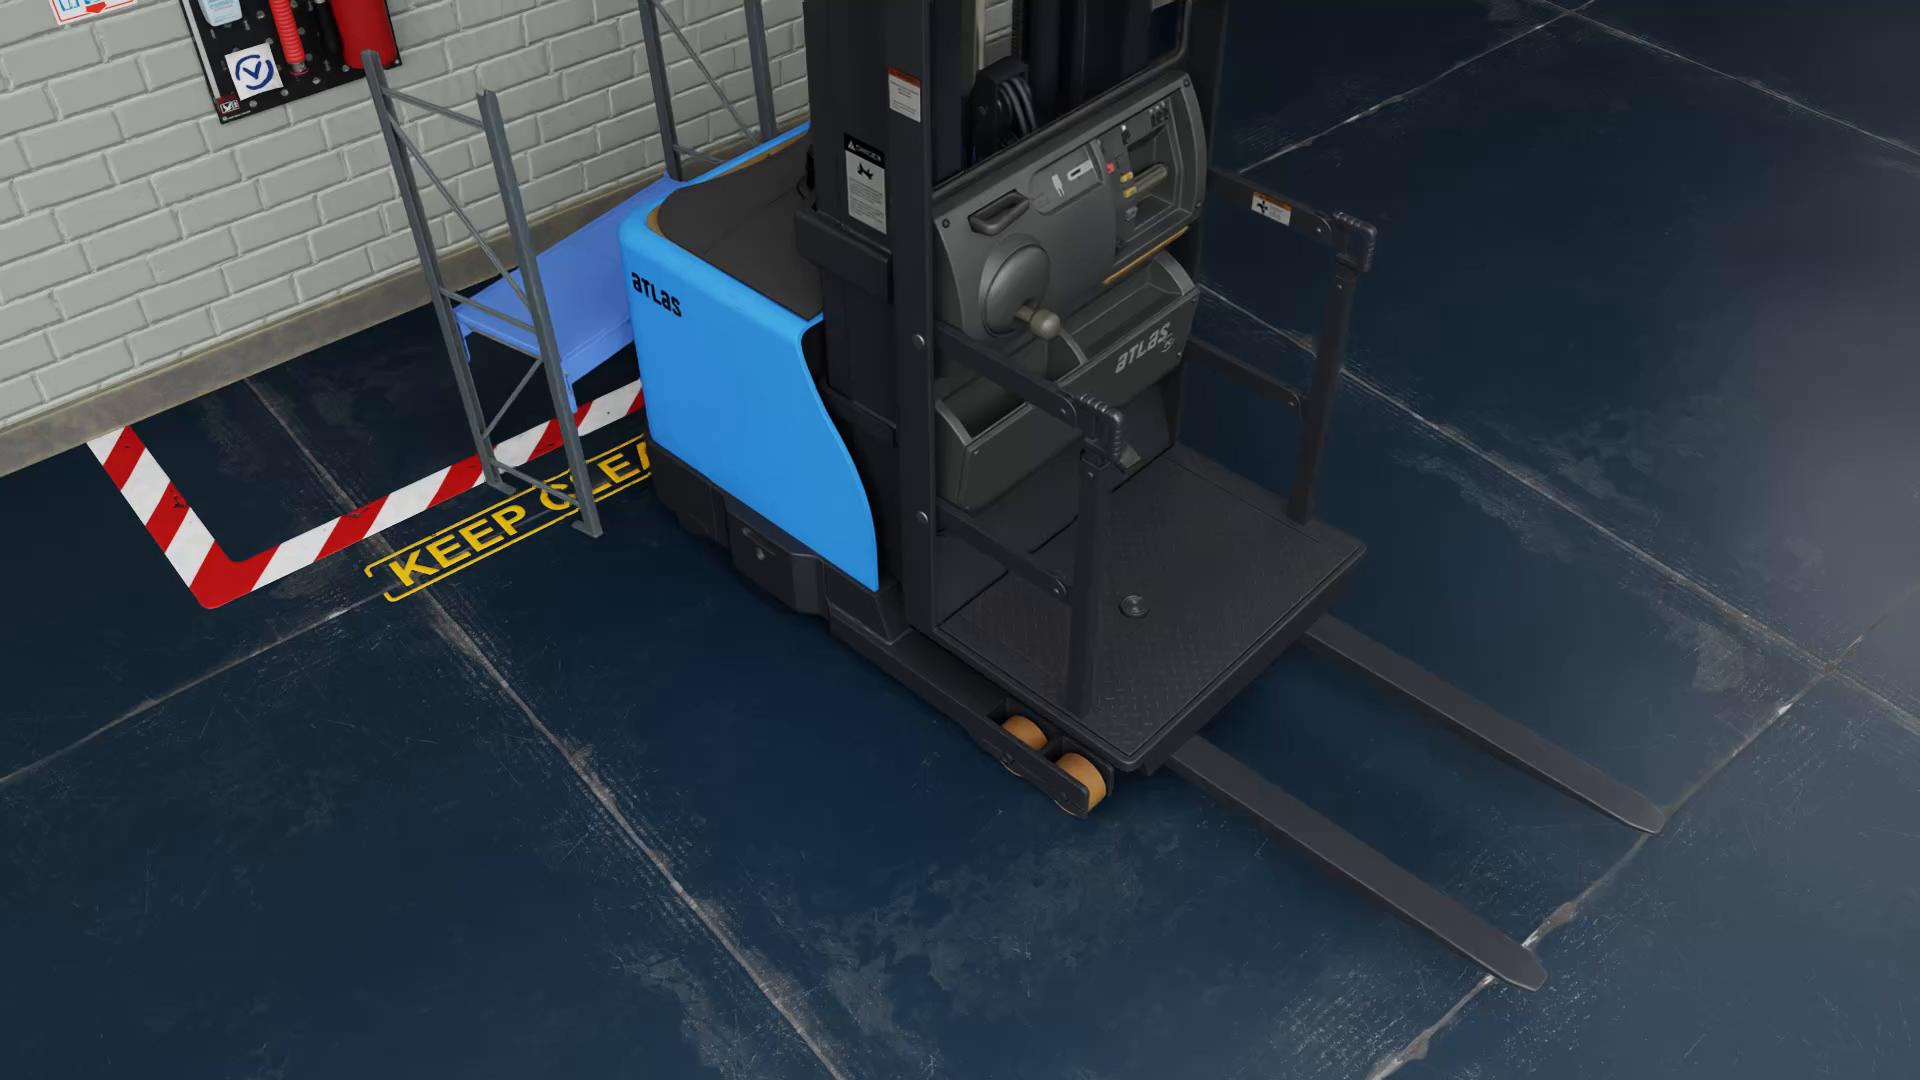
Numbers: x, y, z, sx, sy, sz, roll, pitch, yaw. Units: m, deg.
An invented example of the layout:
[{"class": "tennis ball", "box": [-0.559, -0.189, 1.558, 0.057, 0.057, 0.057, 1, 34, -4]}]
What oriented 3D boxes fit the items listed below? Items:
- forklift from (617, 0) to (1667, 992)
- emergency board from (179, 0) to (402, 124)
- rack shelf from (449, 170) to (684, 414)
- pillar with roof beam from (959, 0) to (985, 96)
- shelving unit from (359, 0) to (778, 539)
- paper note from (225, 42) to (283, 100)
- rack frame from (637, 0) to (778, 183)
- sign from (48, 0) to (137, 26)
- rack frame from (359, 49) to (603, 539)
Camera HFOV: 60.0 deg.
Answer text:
[{"class": "forklift", "box": [0.443, -0.740, 3.897, 3.031, 2.935, 1.130, 32, 52, 30]}, {"class": "emergency board", "box": [-2.065, -1.854, 5.033, 0.643, 1.169, 0.194, -30, 51, -28]}, {"class": "rack shelf", "box": [-1.066, -0.812, 5.265, 0.538, 0.185, 1.000, 24, 48, 27]}, {"class": "pillar with roof beam", "box": [2.618, -2.846, 1.707, 0.400, 9.000, 9.100, -30, 51, -28]}, {"class": "shelving unit", "box": [-1.073, -0.946, 5.146, 0.538, 1.500, 1.048, 24, 48, 27]}, {"class": "paper note", "box": [-2.245, -1.491, 5.290, 0.142, 0.148, 0.016, -30, 51, -28]}, {"class": "rack frame", "box": [-0.779, -1.231, 5.448, 0.500, 1.500, 0.032, 24, 48, 27]}, {"class": "sign", "box": [-2.555, -1.678, 4.820, 0.234, 0.329, 0.001, -30, 51, -28]}, {"class": "rack frame", "box": [-1.366, -0.662, 4.843, 0.500, 1.500, 0.032, 24, 48, 27]}]
